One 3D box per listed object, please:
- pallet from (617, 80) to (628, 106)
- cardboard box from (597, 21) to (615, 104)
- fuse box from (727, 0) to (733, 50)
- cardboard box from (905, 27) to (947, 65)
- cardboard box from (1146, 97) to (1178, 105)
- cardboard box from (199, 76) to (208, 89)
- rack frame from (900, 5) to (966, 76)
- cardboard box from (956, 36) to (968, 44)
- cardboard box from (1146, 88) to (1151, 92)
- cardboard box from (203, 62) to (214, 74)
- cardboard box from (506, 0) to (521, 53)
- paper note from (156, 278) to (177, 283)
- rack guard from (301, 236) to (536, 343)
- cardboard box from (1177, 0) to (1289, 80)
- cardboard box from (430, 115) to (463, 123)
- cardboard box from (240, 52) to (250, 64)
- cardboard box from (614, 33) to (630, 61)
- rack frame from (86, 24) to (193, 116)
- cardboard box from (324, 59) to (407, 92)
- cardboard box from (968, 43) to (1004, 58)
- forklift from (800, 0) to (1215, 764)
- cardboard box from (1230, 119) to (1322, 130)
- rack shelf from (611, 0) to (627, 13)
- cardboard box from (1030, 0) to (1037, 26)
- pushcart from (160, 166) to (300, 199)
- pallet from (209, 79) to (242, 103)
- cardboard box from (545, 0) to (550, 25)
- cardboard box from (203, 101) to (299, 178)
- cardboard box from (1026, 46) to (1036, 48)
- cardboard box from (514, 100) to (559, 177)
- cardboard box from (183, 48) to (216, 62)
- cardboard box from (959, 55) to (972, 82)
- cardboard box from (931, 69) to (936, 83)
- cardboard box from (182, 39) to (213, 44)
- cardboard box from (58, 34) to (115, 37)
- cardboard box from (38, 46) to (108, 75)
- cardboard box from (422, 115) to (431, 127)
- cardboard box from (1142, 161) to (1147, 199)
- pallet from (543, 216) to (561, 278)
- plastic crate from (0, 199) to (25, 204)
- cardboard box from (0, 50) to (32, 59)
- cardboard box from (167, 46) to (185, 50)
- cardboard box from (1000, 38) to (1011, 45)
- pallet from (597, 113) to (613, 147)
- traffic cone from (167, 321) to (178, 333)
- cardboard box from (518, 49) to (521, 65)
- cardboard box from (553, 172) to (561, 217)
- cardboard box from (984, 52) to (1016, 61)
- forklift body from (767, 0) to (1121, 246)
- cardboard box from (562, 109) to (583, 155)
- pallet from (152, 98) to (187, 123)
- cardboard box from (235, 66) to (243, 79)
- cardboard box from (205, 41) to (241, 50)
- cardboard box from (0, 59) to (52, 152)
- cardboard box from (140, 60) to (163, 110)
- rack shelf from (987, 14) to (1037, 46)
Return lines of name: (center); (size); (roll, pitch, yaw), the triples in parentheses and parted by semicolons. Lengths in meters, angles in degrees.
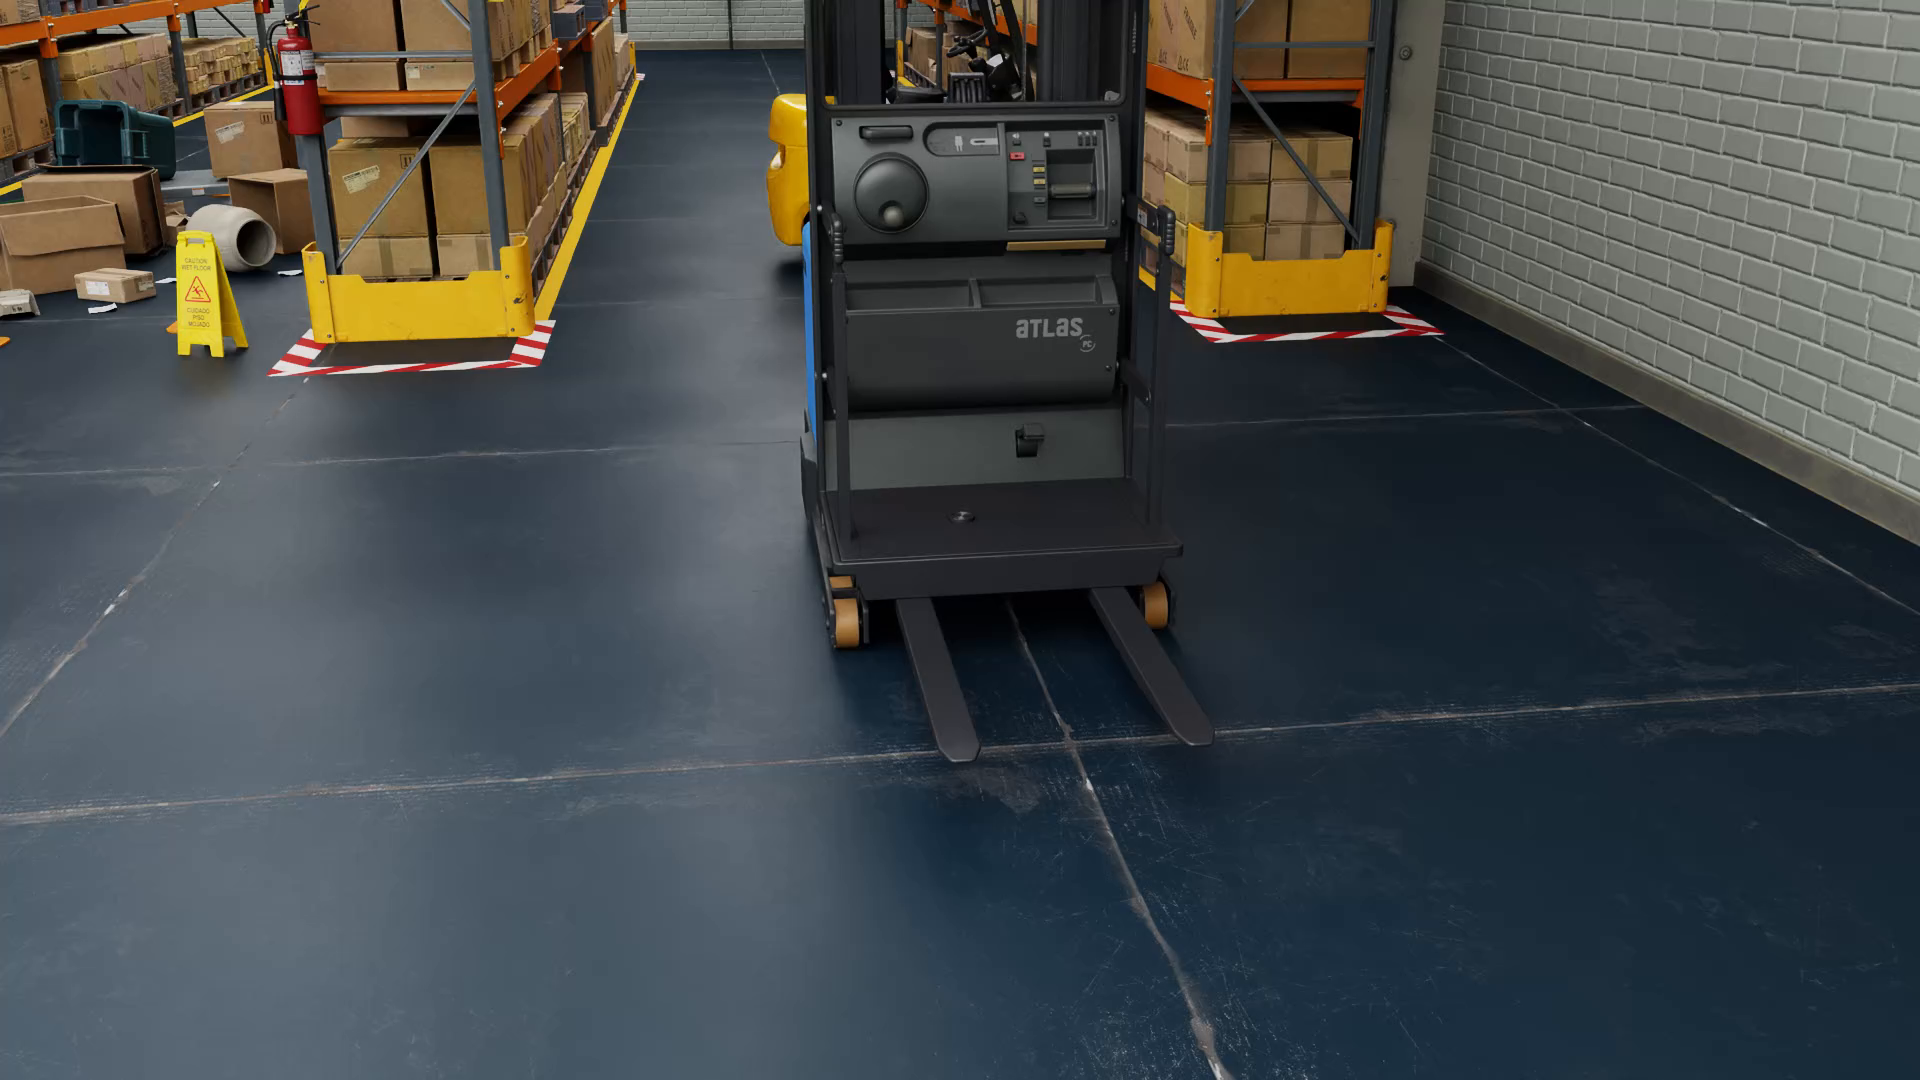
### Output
pallet: (-4.740, -5.657, 21.060); (1.003, 0.211, 1.213); (-3, 21, -8)
cardboard box: (-4.402, -5.374, 18.754); (0.875, 0.875, 0.875); (-2, 21, -6)
fuse box: (-4.021, -9.484, 29.162); (0.539, 1.711, 0.414); (-3, 21, -8)
cardboard box: (-0.379, -7.143, 24.022); (0.797, 0.503, 0.637); (-4, 21, -10)
cardboard box: (1.262, -3.022, 11.921); (0.500, 0.250, 0.500); (-2, 21, -6)
cardboard box: (-9.452, -5.590, 20.371); (0.380, 0.149, 0.250); (-3, 21, -8)
rack frame: (-0.373, -8.332, 24.238); (1.000, 3.000, 0.127); (-3, 21, -8)
cardboard box: (0.156, -5.959, 19.929); (0.380, 0.149, 0.250); (-4, 21, -11)
cardboard box: (1.619, -3.394, 12.917); (0.500, 0.250, 0.500); (-3, 21, -7)
cardboard box: (-9.576, -5.909, 20.799); (0.380, 0.149, 0.250); (-2, 21, -5)
cardboard box: (-2.850, -3.084, 9.619); (0.500, 0.500, 0.500); (-2, 21, -6)
paper note: (-5.058, -1.673, 10.669); (0.148, 0.019, 0.142); (4, 21, 11)
rack guard: (-2.989, -1.396, 9.240); (1.175, 0.500, 0.348); (-3, 21, -8)
cardboard box: (1.602, -2.997, 9.809); (0.500, 0.500, 0.500); (-3, 21, -9)
cardboard box: (-3.575, -2.604, 11.158); (0.500, 0.500, 0.500); (-2, 21, -5)
cardboard box: (-9.733, -6.448, 22.243); (0.380, 0.149, 0.250); (-4, 21, -10)
cardboard box: (-5.091, -6.854, 23.341); (0.875, 0.438, 0.875); (-4, 21, -10)
rack frame: (-9.592, -6.411, 19.094); (1.000, 3.000, 0.127); (-3, 21, -8)
cardboard box: (-3.244, -2.542, 9.094); (0.380, 0.149, 0.250); (-2, 21, -6)
cardboard box: (0.295, -5.511, 18.729); (0.380, 0.149, 0.250); (-4, 21, -10)
forklift: (0.090, -1.157, 5.125); (1.130, 2.935, 3.031); (-3, 21, -8)
cardboard box: (1.975, -2.518, 10.573); (0.500, 0.250, 0.500); (-3, 21, -8)
rack shelf: (-4.996, -7.051, 21.836); (1.077, 0.370, 4.000); (-3, 21, -8)
cardboard box: (0.906, -4.616, 14.502); (0.500, 0.250, 0.500); (-3, 21, -7)
pushcart: (-5.804, -2.565, 12.545); (1.648, 0.377, 0.936); (-11, 23, -26)
pallet: (-9.903, -5.759, 21.333); (1.003, 0.211, 1.213); (-3, 21, -8)
cardboard box: (-3.245, -3.971, 11.993); (0.500, 0.500, 0.500); (-3, 21, -9)
cardboard box: (-5.312, -3.010, 12.477); (0.500, 0.500, 0.500); (-3, 21, -8)
cardboard box: (0.939, -5.363, 18.332); (0.380, 0.149, 0.250); (-4, 21, -10)
cardboard box: (-3.129, -2.819, 11.733); (0.500, 0.500, 0.500); (-3, 21, -7)
cardboard box: (-9.519, -6.046, 20.740); (0.380, 0.149, 0.250); (-2, 21, -7)
cardboard box: (0.273, -5.258, 18.978); (0.500, 0.500, 0.500); (-4, 21, -10)
cardboard box: (-0.168, -5.987, 21.432); (0.380, 0.149, 0.250); (-4, 21, -9)
cardboard box: (-10.270, -6.648, 22.353); (0.380, 0.149, 0.250); (-3, 21, -7)
cardboard box: (-9.747, -5.519, 18.606); (0.500, 0.250, 0.500); (-4, 21, -10)
cardboard box: (-8.948, -4.830, 16.761); (0.500, 0.250, 0.500); (-3, 21, -8)
cardboard box: (-3.541, -2.671, 10.412); (0.380, 0.149, 0.250); (-2, 21, -5)
cardboard box: (1.397, -2.440, 11.077); (0.500, 0.250, 0.500); (-3, 21, -9)
pallet: (-3.244, -1.966, 11.177); (1.003, 0.211, 1.213); (-3, 21, -8)
plastic crate: (-7.117, -2.357, 12.176); (0.450, 0.188, 0.662); (-2, 18, 24)
cardboard box: (-9.373, -4.627, 16.218); (0.500, 0.250, 0.500); (-3, 21, -9)
cardboard box: (-10.089, -6.201, 21.155); (0.380, 0.149, 0.250); (-3, 21, -8)
cardboard box: (0.678, -5.804, 19.515); (0.380, 0.149, 0.250); (-2, 21, -6)
pallet: (-4.171, -4.281, 17.377); (1.003, 0.211, 1.213); (-3, 21, -8)
traffic cone: (-4.317, -1.436, 9.401); (0.336, 0.463, 0.334); (-3, 21, -8)
cardboard box: (-2.999, -3.093, 10.570); (0.380, 0.149, 0.250); (-3, 21, -9)
cardboard box: (-3.117, -2.460, 11.844); (0.500, 0.250, 0.500); (-3, 21, -9)
cardboard box: (0.458, -5.050, 17.496); (0.380, 0.149, 0.250); (-4, 21, -10)
forklift body: (-0.146, -2.960, 11.066); (2.313, 2.155, 1.214); (-3, 21, -8)
cardboard box: (-3.842, -3.563, 14.623); (0.950, 0.372, 0.625); (-2, 21, -6)
pallet: (-9.478, -4.835, 18.861); (1.003, 0.211, 1.213); (-3, 21, -8)
cardboard box: (-9.649, -6.136, 21.832); (0.380, 0.149, 0.250); (-4, 21, -10)
cardboard box: (-9.724, -6.499, 21.955); (0.380, 0.149, 0.250); (-4, 21, -10)
cardboard box: (-9.017, -3.954, 15.130); (1.050, 0.750, 0.750); (-3, 21, -8)
cardboard box: (-9.162, -5.016, 18.331); (0.500, 0.500, 0.500); (-3, 21, -9)
rack shelf: (1.068, -4.533, 15.094); (1.077, 0.370, 4.000); (-3, 21, -8)
